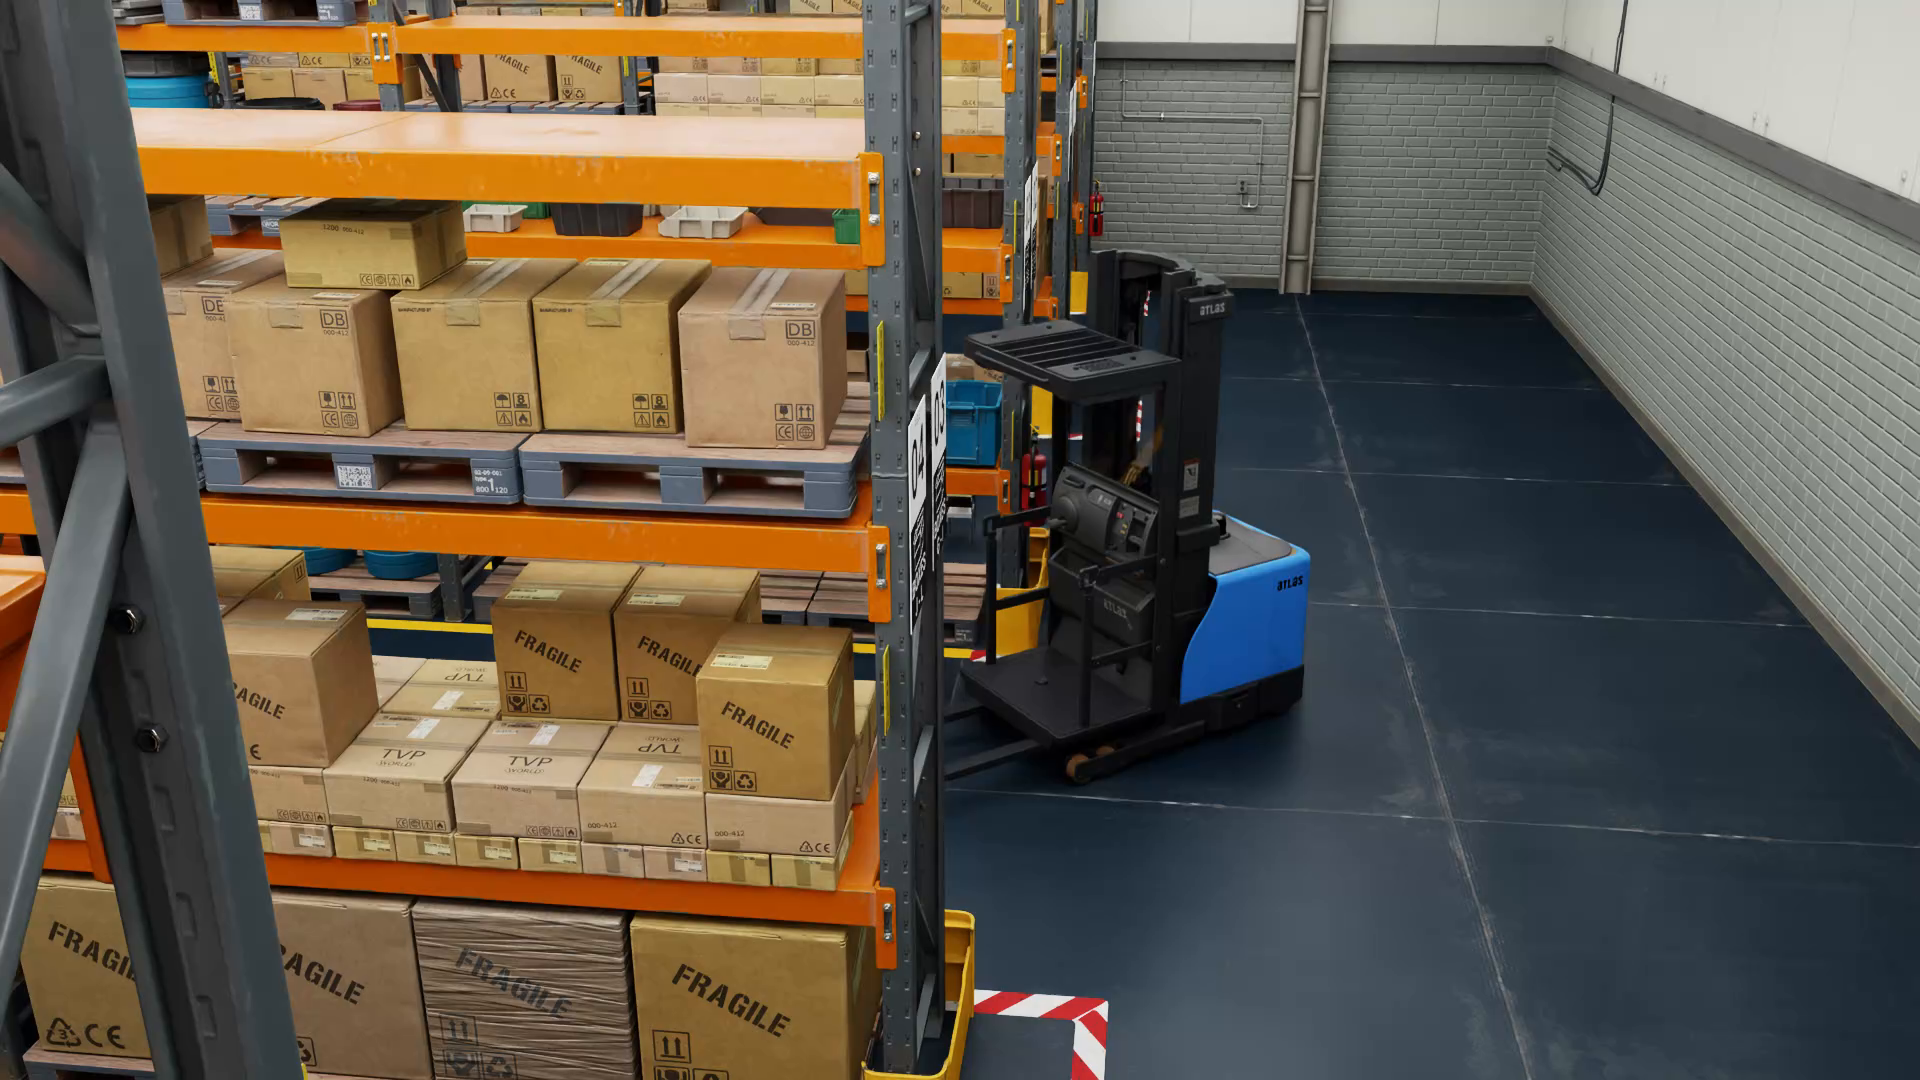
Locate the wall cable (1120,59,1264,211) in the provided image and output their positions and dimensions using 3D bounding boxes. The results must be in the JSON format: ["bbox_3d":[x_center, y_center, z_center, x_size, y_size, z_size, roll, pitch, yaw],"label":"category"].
[{"bbox_3d":[2.942,-5.187,21.098,1.851,1.984,0.084,2,22,6],"label":"wall cable"}]

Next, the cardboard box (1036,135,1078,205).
[{"bbox_3d":[1.052,-4.583,20.543,0.700,0.700,0.980,3,22,9],"label":"cardboard box"}]

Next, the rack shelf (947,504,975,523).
[{"bbox_3d":[0.008,-0.220,13.352,0.200,0.077,0.258,2,22,6],"label":"rack shelf"}]

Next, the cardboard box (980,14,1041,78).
[{"bbox_3d":[0.468,-4.539,15.264,0.500,0.500,0.700,2,22,6],"label":"cardboard box"}]

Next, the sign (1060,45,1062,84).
[{"bbox_3d":[0.895,-4.221,14.752,0.005,0.325,0.100,2,22,6],"label":"sign"}]

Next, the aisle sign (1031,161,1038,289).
[{"bbox_3d":[0.500,-2.122,11.191,0.004,0.787,0.394,2,22,6],"label":"aisle sign"}]

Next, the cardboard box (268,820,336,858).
[{"bbox_3d":[-2.620,1.135,6.832,0.250,0.149,0.380,3,22,7],"label":"cardboard box"}]

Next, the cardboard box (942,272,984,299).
[{"bbox_3d":[-0.012,-2.604,15.809,0.500,0.500,0.500,3,22,7],"label":"cardboard box"}]

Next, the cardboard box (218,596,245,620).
[{"bbox_3d":[-3.228,0.549,6.752,0.500,0.500,0.500,2,22,6],"label":"cardboard box"}]

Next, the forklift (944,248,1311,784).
[{"bbox_3d":[0.682,-0.148,9.829,3.031,2.935,1.130,-13,25,-30],"label":"forklift"}]

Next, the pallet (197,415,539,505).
[{"bbox_3d":[-2.142,-0.433,6.496,1.213,0.211,1.003,2,22,6],"label":"pallet"}]

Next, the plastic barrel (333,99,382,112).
[{"bbox_3d":[-4.072,-2.748,11.476,0.433,0.535,0.433,0,22,0],"label":"plastic barrel"}]

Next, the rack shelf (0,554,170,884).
[{"bbox_3d":[-2.859,0.267,1.508,4.000,0.370,1.077,2,22,6],"label":"rack shelf"}]

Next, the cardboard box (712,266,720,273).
[{"bbox_3d":[-2.518,-2.714,16.089,0.500,0.500,0.500,3,22,8],"label":"cardboard box"}]

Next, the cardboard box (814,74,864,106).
[{"bbox_3d":[-1.050,-4.166,15.343,0.500,0.250,0.500,2,22,6],"label":"cardboard box"}]

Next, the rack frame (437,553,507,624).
[{"bbox_3d":[-3.579,-0.981,11.840,0.127,3.000,1.000,2,22,6],"label":"rack frame"}]

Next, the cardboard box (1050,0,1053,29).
[{"bbox_3d":[0.863,-6.460,20.097,0.500,0.500,0.500,2,22,4],"label":"cardboard box"}]

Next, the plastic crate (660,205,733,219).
[{"bbox_3d":[-1.771,-2.356,11.400,0.530,0.282,0.437,2,22,6],"label":"plastic crate"}]

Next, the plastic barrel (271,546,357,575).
[{"bbox_3d":[-4.820,-0.260,12.302,0.708,0.901,0.600,2,22,6],"label":"plastic barrel"}]

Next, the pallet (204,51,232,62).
[{"bbox_3d":[-9.757,-6.186,21.182,1.003,0.211,1.213,2,22,6],"label":"pallet"}]

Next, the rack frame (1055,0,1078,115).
[{"bbox_3d":[0.980,-5.406,14.874,0.127,3.000,1.000,2,22,6],"label":"rack frame"}]

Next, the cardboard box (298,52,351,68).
[{"bbox_3d":[-6.025,-4.825,15.989,0.500,0.500,0.500,2,22,6],"label":"cardboard box"}]

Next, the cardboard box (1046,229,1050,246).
[{"bbox_3d":[1.000,-3.821,20.970,0.250,0.149,0.380,3,22,7],"label":"cardboard box"}]

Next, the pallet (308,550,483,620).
[{"bbox_3d":[-4.340,0.268,12.476,1.213,0.211,1.003,2,22,6],"label":"pallet"}]

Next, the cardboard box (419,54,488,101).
[{"bbox_3d":[-4.808,-4.578,16.016,0.600,0.600,0.600,2,22,4],"label":"cardboard box"}]

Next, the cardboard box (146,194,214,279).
[{"bbox_3d":[-3.228,-1.161,6.354,0.500,0.250,0.500,1,22,3],"label":"cardboard box"}]

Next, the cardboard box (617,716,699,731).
[{"bbox_3d":[-1.151,0.793,7.154,0.500,0.250,0.500,2,22,6],"label":"cardboard box"}]

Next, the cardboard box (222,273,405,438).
[{"bbox_3d":[-2.341,-0.744,6.319,0.500,0.500,0.700,3,22,9],"label":"cardboard box"}]

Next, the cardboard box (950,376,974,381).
[{"bbox_3d":[0.020,-1.487,16.376,0.250,0.166,0.380,2,22,6],"label":"cardboard box"}]

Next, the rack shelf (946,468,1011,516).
[{"bbox_3d":[-1.593,-0.560,11.754,4.000,0.370,1.077,2,22,6],"label":"rack shelf"}]

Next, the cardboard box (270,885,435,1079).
[{"bbox_3d":[-2.622,1.717,7.335,0.875,0.875,0.875,2,22,6],"label":"cardboard box"}]

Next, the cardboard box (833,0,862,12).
[{"bbox_3d":[-1.227,-6.360,19.845,0.500,0.500,0.500,2,22,5],"label":"cardboard box"}]

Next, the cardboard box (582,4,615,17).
[{"bbox_3d":[-4.324,-6.367,20.652,0.500,0.500,0.700,2,22,6],"label":"cardboard box"}]

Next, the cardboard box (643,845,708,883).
[{"bbox_3d":[-1.090,1.200,6.665,0.250,0.149,0.380,3,22,6],"label":"cardboard box"}]

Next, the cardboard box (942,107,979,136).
[{"bbox_3d":[-0.056,-3.893,15.330,0.500,0.250,0.500,2,22,6],"label":"cardboard box"}]

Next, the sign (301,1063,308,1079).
[{"bbox_3d":[-0.810,0.808,2.048,0.005,0.325,0.100,2,22,6],"label":"sign"}]

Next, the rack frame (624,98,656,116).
[{"bbox_3d":[-2.992,-2.789,16.414,0.127,3.000,1.000,2,22,6],"label":"rack frame"}]

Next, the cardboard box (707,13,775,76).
[{"bbox_3d":[-2.025,-4.615,15.457,0.500,0.500,0.700,2,22,6],"label":"cardboard box"}]

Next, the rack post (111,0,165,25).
[{"bbox_3d":[-5.604,-3.579,10.933,0.954,0.300,0.937,5,22,12],"label":"rack post"}]

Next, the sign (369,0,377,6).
[{"bbox_3d":[-3.645,-3.473,10.268,0.005,0.325,0.100,2,22,6],"label":"sign"}]

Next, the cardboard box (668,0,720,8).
[{"bbox_3d":[-3.271,-6.678,20.418,0.500,0.250,0.500,4,22,10],"label":"cardboard box"}]

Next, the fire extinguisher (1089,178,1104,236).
[{"bbox_3d":[1.655,-4.040,20.192,0.183,0.674,0.296,2,22,6],"label":"fire extinguisher"}]

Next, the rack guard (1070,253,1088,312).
[{"bbox_3d":[1.583,-3.261,21.009,0.348,0.500,1.175,2,22,6],"label":"rack guard"}]

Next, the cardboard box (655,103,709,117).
[{"bbox_3d":[-2.538,-4.003,15.609,0.500,0.250,0.500,2,22,6],"label":"cardboard box"}]

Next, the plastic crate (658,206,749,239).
[{"bbox_3d":[-1.688,-2.079,10.897,0.530,0.136,0.437,2,22,6],"label":"plastic crate"}]

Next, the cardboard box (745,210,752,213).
[{"bbox_3d":[-2.045,-3.155,15.845,0.500,0.500,0.500,2,22,5],"label":"cardboard box"}]

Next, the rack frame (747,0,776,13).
[{"bbox_3d":[-2.413,-7.388,19.887,0.127,3.000,1.000,2,22,6],"label":"rack frame"}]

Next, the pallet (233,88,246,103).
[{"bbox_3d":[-7.649,-4.266,16.327,1.003,0.211,1.213,3,22,9],"label":"pallet"}]

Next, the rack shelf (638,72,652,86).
[{"bbox_3d":[-4.399,-5.745,20.789,4.000,0.370,1.077,2,22,6],"label":"rack shelf"}]

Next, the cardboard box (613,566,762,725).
[{"bbox_3d":[-1.131,0.442,7.020,0.500,0.500,0.500,2,22,5],"label":"cardboard box"}]

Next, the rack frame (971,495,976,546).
[{"bbox_3d":[0.109,-0.414,13.262,0.006,0.900,0.240,2,22,6],"label":"rack frame"}]

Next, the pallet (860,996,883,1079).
[{"bbox_3d":[-0.993,2.292,7.356,1.213,0.211,1.003,2,22,6],"label":"pallet"}]

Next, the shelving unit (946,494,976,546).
[{"bbox_3d":[0.008,-0.418,13.273,0.210,0.900,0.258,2,22,6],"label":"shelving unit"}]

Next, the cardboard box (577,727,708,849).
[{"bbox_3d":[-1.205,0.986,6.666,0.500,0.250,0.500,2,22,5],"label":"cardboard box"}]
